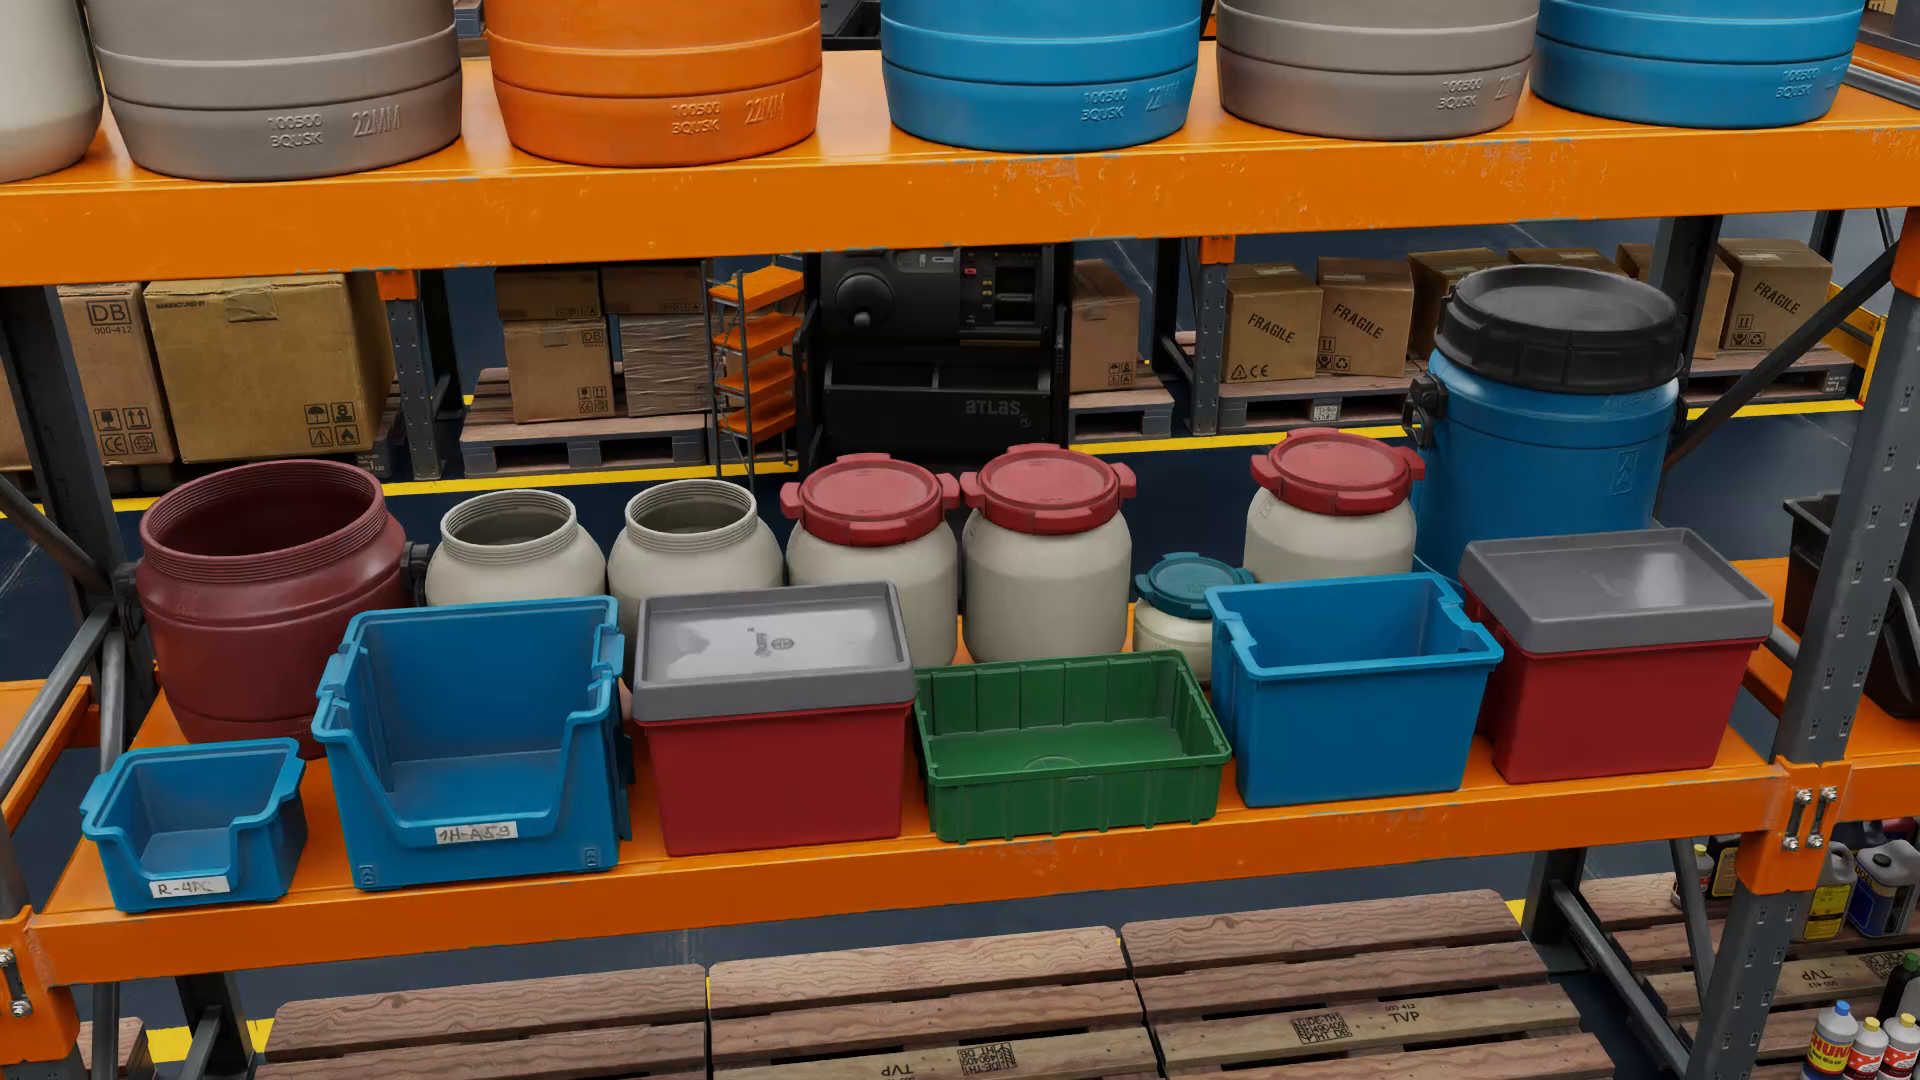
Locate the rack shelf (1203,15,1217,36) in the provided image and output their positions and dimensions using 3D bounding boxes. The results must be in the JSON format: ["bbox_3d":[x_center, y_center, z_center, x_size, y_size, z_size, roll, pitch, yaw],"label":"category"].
[{"bbox_3d":[2.618,-4.162,13.364,4.000,0.370,1.077,-4,27,-7],"label":"rack shelf"}]

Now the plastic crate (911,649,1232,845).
[{"bbox_3d":[0.233,0.465,3.789,0.662,0.188,0.450,-4,27,-7],"label":"plastic crate"}]

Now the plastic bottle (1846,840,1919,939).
[{"bbox_3d":[2.751,1.031,4.957,0.135,0.276,0.152,-4,27,-7],"label":"plastic bottle"}]

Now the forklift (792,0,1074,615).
[{"bbox_3d":[-0.103,-0.977,6.443,1.130,2.935,3.031,2,27,3],"label":"forklift"}]

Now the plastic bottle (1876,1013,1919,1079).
[{"bbox_3d":[2.496,1.347,4.422,0.097,0.201,0.097,0,27,0],"label":"plastic bottle"}]

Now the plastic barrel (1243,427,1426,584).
[{"bbox_3d":[0.940,0.034,4.249,0.433,0.535,0.433,0,27,0],"label":"plastic barrel"}]

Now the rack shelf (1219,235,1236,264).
[{"bbox_3d":[3.209,-1.913,8.981,4.000,0.370,1.077,-4,27,-7],"label":"rack shelf"}]

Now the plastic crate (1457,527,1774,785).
[{"bbox_3d":[1.481,0.273,3.861,0.583,0.464,0.402,-4,27,-7],"label":"plastic crate"}]

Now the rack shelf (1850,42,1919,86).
[{"bbox_3d":[3.899,-1.009,3.933,4.000,0.370,1.077,-4,27,-7],"label":"rack shelf"}]

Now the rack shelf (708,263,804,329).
[{"bbox_3d":[-0.943,-1.151,7.819,0.258,0.148,0.480,18,32,31],"label":"rack shelf"}]

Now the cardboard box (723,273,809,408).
[{"bbox_3d":[-0.964,-1.067,8.801,0.500,0.500,0.700,-1,27,-3],"label":"cardboard box"}]

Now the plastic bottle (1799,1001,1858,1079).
[{"bbox_3d":[2.295,1.329,4.381,0.097,0.271,0.097,0,27,0],"label":"plastic bottle"}]

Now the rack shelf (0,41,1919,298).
[{"bbox_3d":[-0.062,-0.755,3.437,4.000,0.370,1.077,-4,27,-7],"label":"rack shelf"}]

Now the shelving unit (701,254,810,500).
[{"bbox_3d":[-0.943,-0.802,7.998,0.258,1.200,0.503,18,32,31],"label":"shelving unit"}]

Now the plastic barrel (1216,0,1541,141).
[{"bbox_3d":[0.797,-1.253,3.071,0.600,0.901,0.600,0,27,0],"label":"plastic barrel"}]

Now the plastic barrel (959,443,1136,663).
[{"bbox_3d":[0.214,0.081,4.158,0.433,0.535,0.433,0,27,0],"label":"plastic barrel"}]

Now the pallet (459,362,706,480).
[{"bbox_3d":[-1.959,-0.660,8.806,1.213,0.211,1.003,-4,27,-7],"label":"pallet"}]

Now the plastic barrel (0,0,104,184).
[{"bbox_3d":[-1.693,-0.878,2.768,0.421,0.512,0.421,0,27,0],"label":"plastic barrel"}]

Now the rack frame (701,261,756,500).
[{"bbox_3d":[-1.084,-0.711,7.821,0.240,1.200,0.015,18,32,31],"label":"rack frame"}]

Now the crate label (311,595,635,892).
[{"bbox_3d":[-1.021,0.431,3.586,0.616,0.435,0.502,-4,27,-7],"label":"crate label"}]

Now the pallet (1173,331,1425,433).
[{"bbox_3d":[1.888,-0.924,9.320,1.213,0.211,1.003,-4,27,-7],"label":"pallet"}]

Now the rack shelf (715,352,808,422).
[{"bbox_3d":[-0.943,-0.742,8.029,0.258,0.148,0.480,18,32,31],"label":"rack shelf"}]

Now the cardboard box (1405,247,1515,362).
[{"bbox_3d":[2.800,-1.303,9.282,0.500,0.500,0.500,-6,28,-12],"label":"cardboard box"}]

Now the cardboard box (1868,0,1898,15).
[{"bbox_3d":[4.679,-2.836,8.460,0.500,0.500,0.500,-4,27,-7],"label":"cardboard box"}]

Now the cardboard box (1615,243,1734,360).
[{"bbox_3d":[3.981,-1.350,9.373,0.500,0.500,0.500,3,27,6],"label":"cardboard box"}]

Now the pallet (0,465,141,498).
[{"bbox_3d":[-4.730,-0.519,8.530,1.213,0.211,1.003,-4,27,-7],"label":"pallet"}]

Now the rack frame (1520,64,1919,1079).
[{"bbox_3d":[1.918,0.133,4.206,0.127,3.000,1.000,-4,27,-7],"label":"rack frame"}]

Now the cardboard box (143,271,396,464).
[{"bbox_3d":[-3.419,-1.059,8.395,0.875,0.875,1.225,-5,28,-10],"label":"cardboard box"}]

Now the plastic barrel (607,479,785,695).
[{"bbox_3d":[-0.637,0.149,4.052,0.421,0.512,0.421,0,27,0],"label":"plastic barrel"}]

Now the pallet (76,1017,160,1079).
[{"bbox_3d":[-2.818,1.697,4.212,1.213,0.211,1.003,-4,27,-7],"label":"pallet"}]

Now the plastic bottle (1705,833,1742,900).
[{"bbox_3d":[2.348,0.966,5.075,0.133,0.283,0.061,-2,27,-5],"label":"plastic bottle"}]

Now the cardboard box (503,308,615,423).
[{"bbox_3d":[-2.072,-0.987,8.644,0.500,0.500,0.700,-5,28,-10],"label":"cardboard box"}]

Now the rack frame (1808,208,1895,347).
[{"bbox_3d":[5.189,-2.361,9.065,0.127,3.000,1.000,-4,27,-7],"label":"rack frame"}]

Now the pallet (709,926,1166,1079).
[{"bbox_3d":[-0.065,1.520,4.556,1.213,0.211,1.003,-4,27,-7],"label":"pallet"}]

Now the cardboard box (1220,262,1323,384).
[{"bbox_3d":[1.630,-1.188,9.058,0.500,0.500,0.500,-4,28,-9],"label":"cardboard box"}]

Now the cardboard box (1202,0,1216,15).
[{"bbox_3d":[2.093,-4.477,13.025,0.550,0.550,0.875,-4,27,-7],"label":"cardboard box"}]

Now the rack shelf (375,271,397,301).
[{"bbox_3d":[-4.713,-1.405,7.990,4.000,0.370,1.077,-4,27,-7],"label":"rack shelf"}]

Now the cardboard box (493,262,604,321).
[{"bbox_3d":[-2.074,-1.325,8.482,0.500,0.250,0.500,-3,27,-5],"label":"cardboard box"}]

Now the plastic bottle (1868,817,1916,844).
[{"bbox_3d":[2.861,0.933,5.140,0.133,0.283,0.061,-2,27,-4],"label":"plastic bottle"}]

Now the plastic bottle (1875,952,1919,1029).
[{"bbox_3d":[2.596,1.242,4.536,0.133,0.283,0.061,-4,27,-7],"label":"plastic bottle"}]

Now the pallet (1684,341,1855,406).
[{"bbox_3d":[4.304,-1.080,9.623,1.213,0.211,1.003,-4,27,-7],"label":"pallet"}]

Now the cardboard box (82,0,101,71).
[{"bbox_3d":[-4.105,-2.263,7.667,0.637,0.503,0.797,-3,27,-6],"label":"cardboard box"}]

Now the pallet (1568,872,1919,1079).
[{"bbox_3d":[2.589,1.350,4.889,1.213,0.211,1.003,-4,27,-7],"label":"pallet"}]

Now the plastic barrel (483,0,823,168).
[{"bbox_3d":[-0.552,-1.134,2.919,0.708,0.830,0.600,-4,27,-7],"label":"plastic barrel"}]

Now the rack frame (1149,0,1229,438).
[{"bbox_3d":[1.228,-2.106,8.569,0.127,3.000,1.000,-4,27,-7],"label":"rack frame"}]

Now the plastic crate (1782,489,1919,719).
[{"bbox_3d":[2.454,0.185,4.173,0.504,0.338,0.767,-4,27,-7],"label":"plastic crate"}]

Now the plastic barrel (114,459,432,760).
[{"bbox_3d":[-1.626,0.160,4.003,0.708,0.536,0.600,-4,27,-7],"label":"plastic barrel"}]
